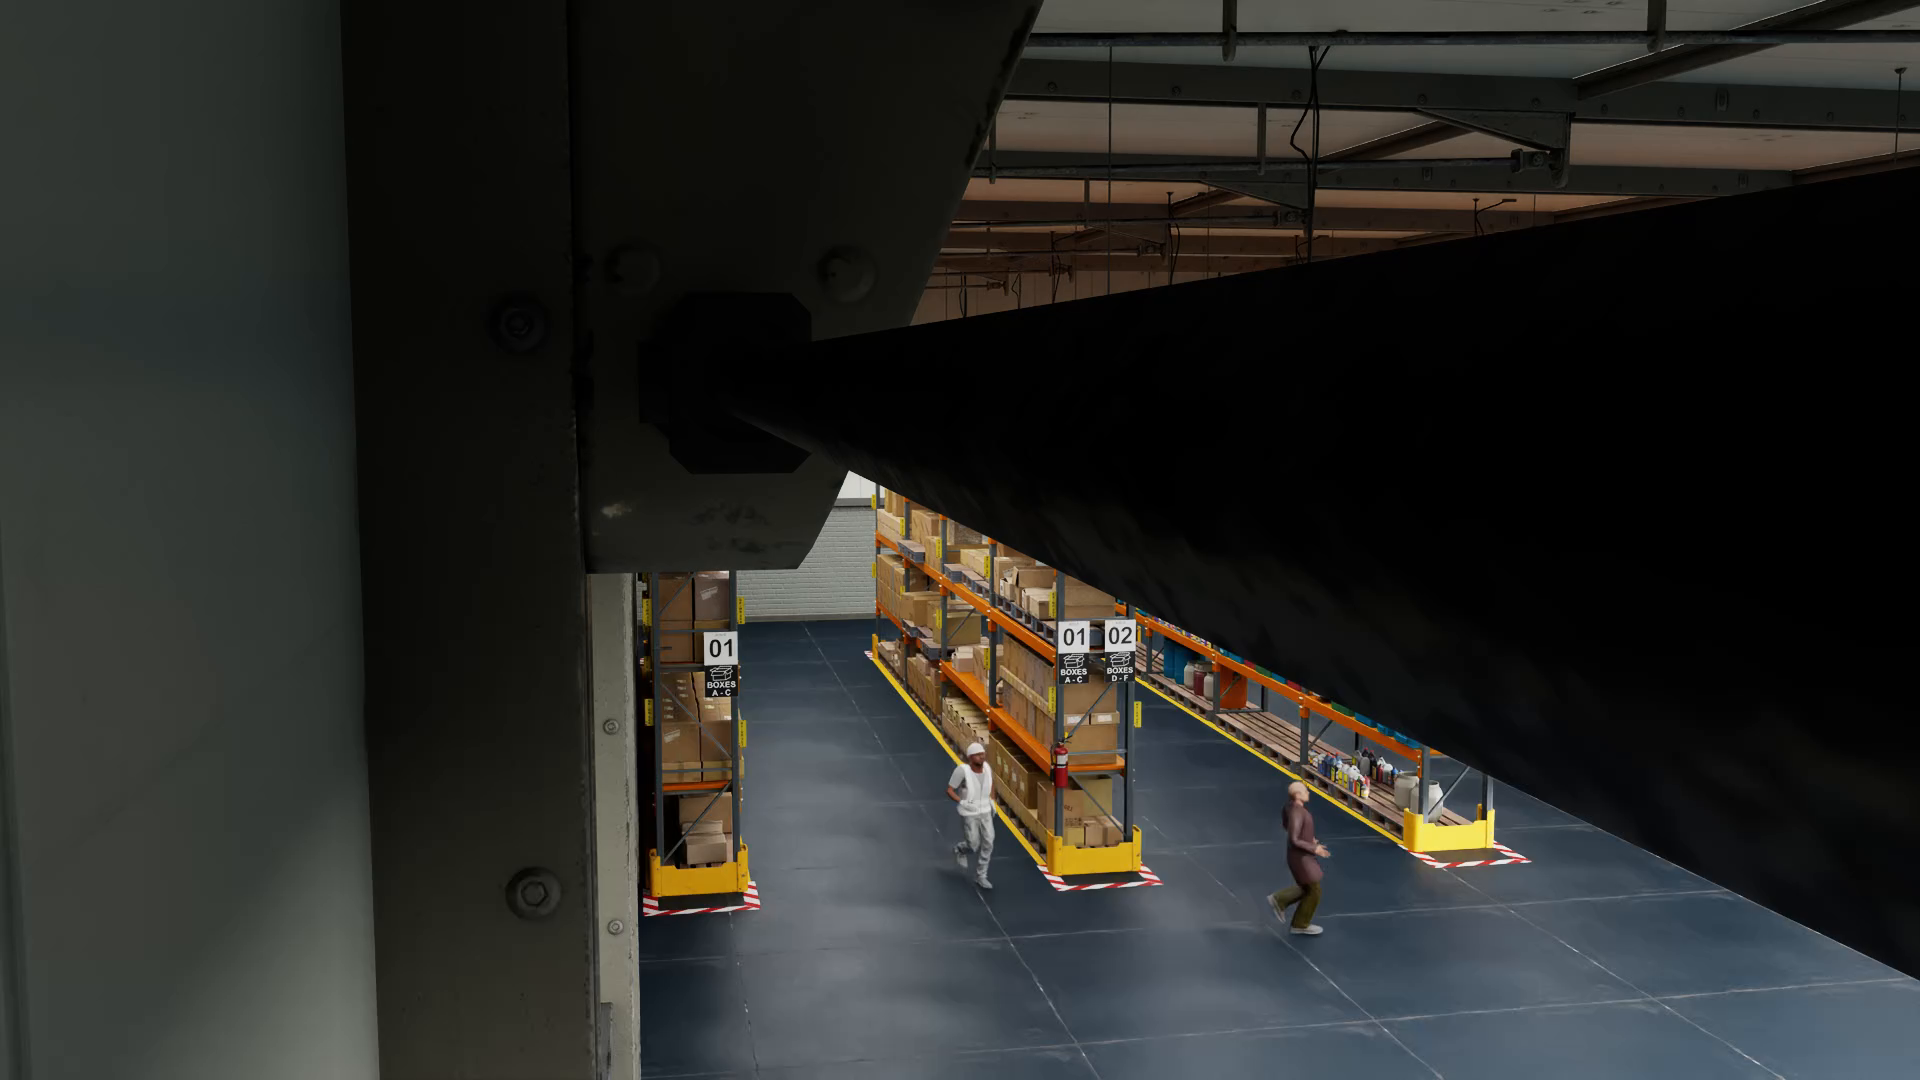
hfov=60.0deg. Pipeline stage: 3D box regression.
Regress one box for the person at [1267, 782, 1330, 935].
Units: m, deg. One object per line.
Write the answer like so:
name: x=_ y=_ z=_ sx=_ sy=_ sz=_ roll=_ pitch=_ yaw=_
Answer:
person: x=3.787 y=3.558 z=18.626 sx=0.668 sy=1.725 sz=0.707 roll=1 pitch=6 yaw=7

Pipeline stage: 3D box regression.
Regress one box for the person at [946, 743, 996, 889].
person: x=0.177 y=3.367 z=20.519 sx=0.720 sy=1.764 sz=0.701 roll=-3 pitch=7 yaw=-29
